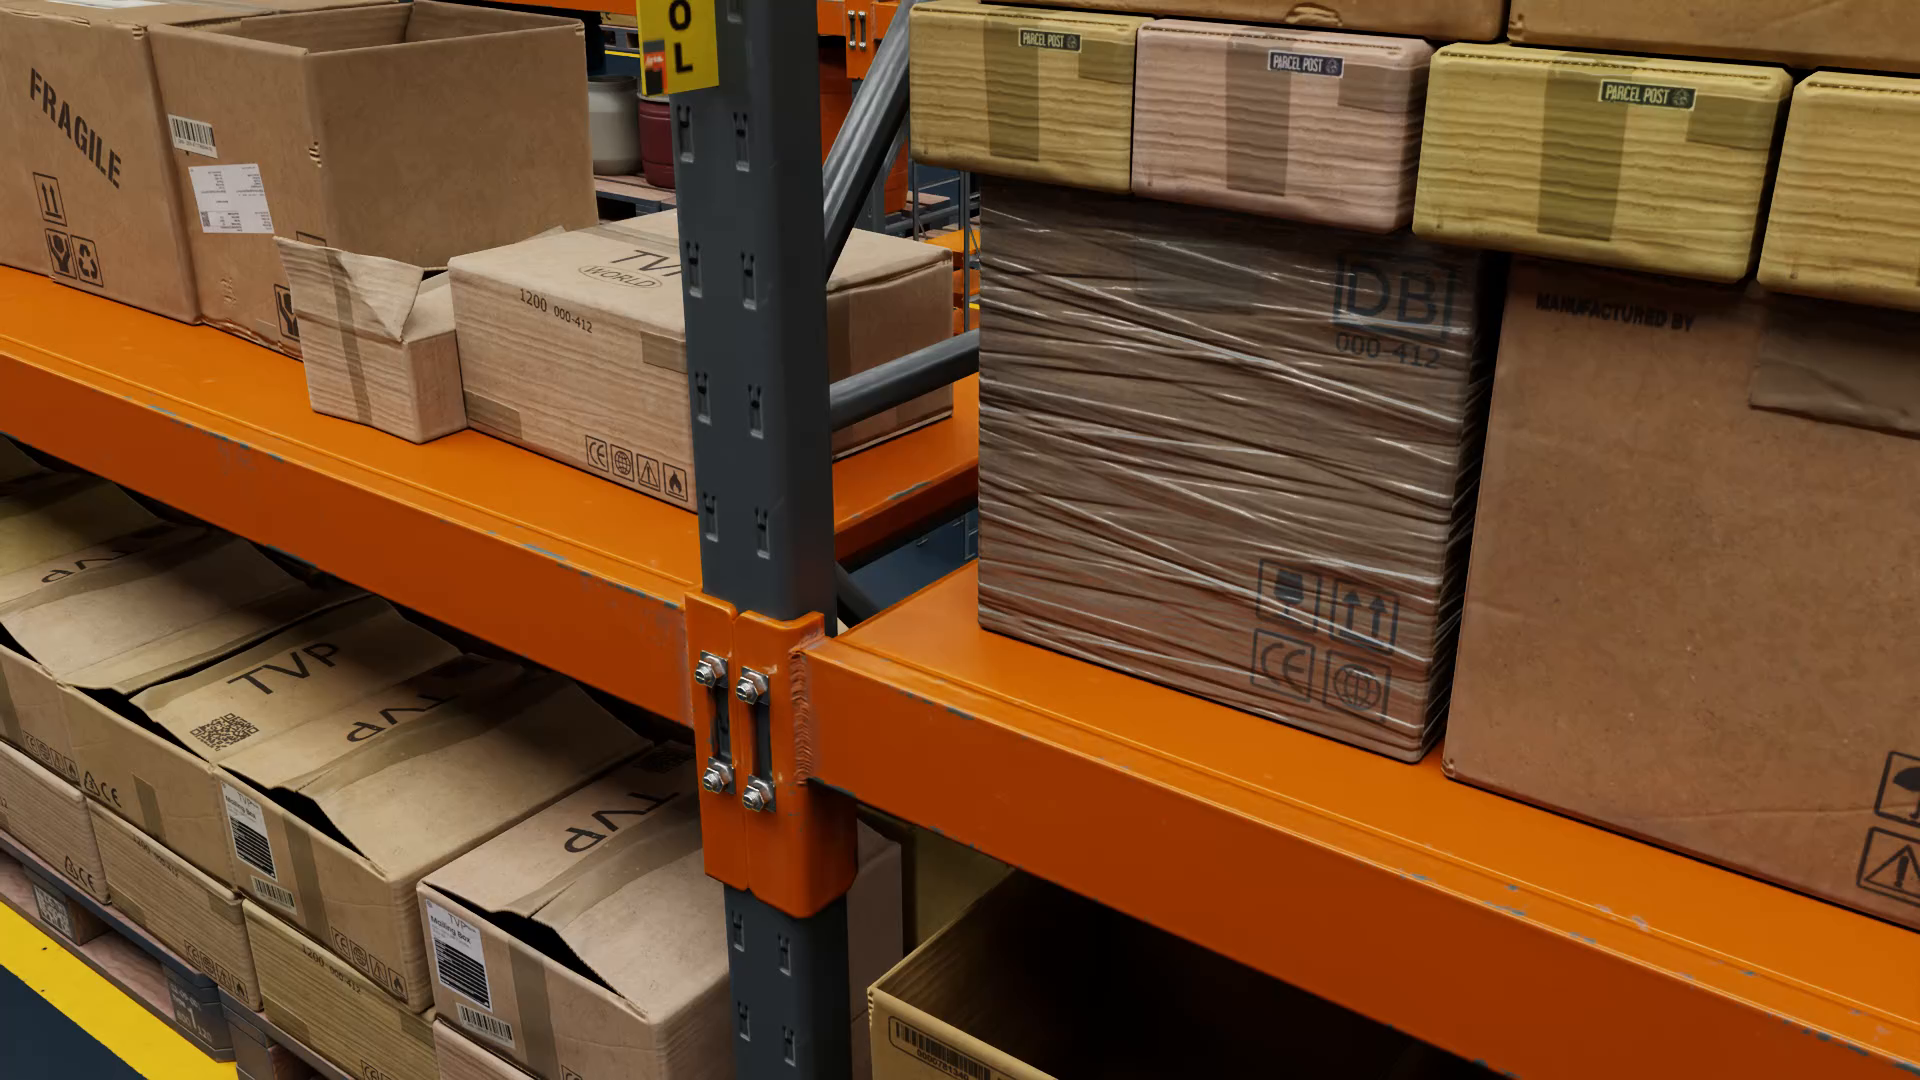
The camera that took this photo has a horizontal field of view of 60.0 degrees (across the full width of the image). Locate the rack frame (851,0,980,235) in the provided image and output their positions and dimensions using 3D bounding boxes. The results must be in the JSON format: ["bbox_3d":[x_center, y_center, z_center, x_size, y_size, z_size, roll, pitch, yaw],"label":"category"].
[{"bbox_3d":[-0.164,-2.813,7.915,0.127,3.000,1.000,17,29,33],"label":"rack frame"}]

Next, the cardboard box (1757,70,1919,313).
[{"bbox_3d":[0.781,-0.278,1.233,0.250,0.149,0.380,17,29,33],"label":"cardboard box"}]

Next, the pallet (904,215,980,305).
[{"bbox_3d":[0.432,-1.337,8.024,1.213,0.211,1.003,17,29,33],"label":"pallet"}]

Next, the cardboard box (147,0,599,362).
[{"bbox_3d":[-0.964,-0.613,2.797,0.500,0.500,0.500,19,30,37],"label":"cardboard box"}]

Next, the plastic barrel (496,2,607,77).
[{"bbox_3d":[-2.373,-2.704,9.749,0.708,0.901,0.600,17,29,33],"label":"plastic barrel"}]

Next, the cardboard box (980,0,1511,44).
[{"bbox_3d":[0.422,-0.783,1.574,0.500,0.500,0.700,17,29,34],"label":"cardboard box"}]

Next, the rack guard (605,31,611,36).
[{"bbox_3d":[-3.615,-5.208,16.450,0.348,0.500,1.175,17,29,33],"label":"rack guard"}]

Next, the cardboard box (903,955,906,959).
[{"bbox_3d":[-0.111,0.640,2.967,0.500,0.250,0.500,16,28,32],"label":"cardboard box"}]

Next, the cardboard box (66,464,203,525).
[{"bbox_3d":[-1.749,-0.113,3.980,0.500,0.311,0.500,17,29,33],"label":"cardboard box"}]

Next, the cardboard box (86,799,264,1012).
[{"bbox_3d":[-1.256,0.564,3.139,0.500,0.250,0.500,18,29,34],"label":"cardboard box"}]

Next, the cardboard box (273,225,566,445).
[{"bbox_3d":[-0.751,-0.341,2.470,0.258,0.266,0.396,16,28,32],"label":"cardboard box"}]

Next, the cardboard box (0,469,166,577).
[{"bbox_3d":[-2.063,0.063,3.580,0.500,0.311,0.500,16,28,32],"label":"cardboard box"}]

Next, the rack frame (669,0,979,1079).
[{"bbox_3d":[0.063,-0.249,2.094,0.127,3.000,1.000,17,29,33],"label":"rack frame"}]

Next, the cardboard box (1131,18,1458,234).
[{"bbox_3d":[0.362,-0.403,1.517,0.250,0.149,0.380,17,29,34],"label":"cardboard box"}]

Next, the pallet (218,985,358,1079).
[{"bbox_3d":[-0.550,0.862,3.032,1.213,0.211,1.003,17,29,33],"label":"pallet"}]

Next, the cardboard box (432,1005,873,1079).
[{"bbox_3d":[-0.443,0.811,2.579,0.500,0.250,0.500,16,29,33],"label":"cardboard box"}]

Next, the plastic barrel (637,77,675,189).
[{"bbox_3d":[-1.470,-2.288,9.192,0.708,0.588,0.600,17,29,33],"label":"plastic barrel"}]

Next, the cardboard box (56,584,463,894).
[{"bbox_3d":[-1.251,0.310,3.020,0.500,0.311,0.500,17,29,33],"label":"cardboard box"}]

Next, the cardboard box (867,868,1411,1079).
[{"bbox_3d":[0.246,0.687,1.929,0.500,0.500,0.500,17,29,33],"label":"cardboard box"}]

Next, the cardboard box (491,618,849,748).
[{"bbox_3d":[-0.516,0.258,3.139,0.500,0.311,0.500,16,29,33],"label":"cardboard box"}]

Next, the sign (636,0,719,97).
[{"bbox_3d":[-0.255,-0.565,1.474,0.005,0.325,0.100,17,29,33],"label":"sign"}]

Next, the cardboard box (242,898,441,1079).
[{"bbox_3d":[-0.847,0.688,2.858,0.500,0.250,0.500,16,29,33],"label":"cardboard box"}]

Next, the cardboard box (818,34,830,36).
[{"bbox_3d":[-0.875,-4.784,14.502,0.875,0.875,0.875,17,29,33],"label":"cardboard box"}]

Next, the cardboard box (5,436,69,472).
[{"bbox_3d":[-2.151,-0.236,4.259,0.500,0.311,0.500,16,29,33],"label":"cardboard box"}]

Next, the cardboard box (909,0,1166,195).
[{"bbox_3d":[0.162,-0.464,1.654,0.250,0.149,0.380,17,29,33],"label":"cardboard box"}]

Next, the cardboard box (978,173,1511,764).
[{"bbox_3d":[0.422,-0.189,1.835,0.500,0.500,0.700,16,28,32],"label":"cardboard box"}]

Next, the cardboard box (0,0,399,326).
[{"bbox_3d":[-1.364,-0.734,3.072,0.500,0.500,0.500,17,29,33],"label":"cardboard box"}]

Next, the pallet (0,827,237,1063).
[{"bbox_3d":[-1.531,0.567,3.702,1.213,0.211,1.003,17,29,33],"label":"pallet"}]

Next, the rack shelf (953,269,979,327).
[{"bbox_3d":[0.012,-0.725,4.921,0.180,0.103,0.258,17,29,33],"label":"rack shelf"}]

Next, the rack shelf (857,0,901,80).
[{"bbox_3d":[1.436,-2.000,6.962,4.000,0.370,1.077,17,29,33],"label":"rack shelf"}]

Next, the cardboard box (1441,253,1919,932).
[{"bbox_3d":[0.847,-0.064,1.551,0.500,0.500,0.700,16,29,33],"label":"cardboard box"}]

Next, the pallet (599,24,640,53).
[{"bbox_3d":[-2.909,-4.902,16.113,1.213,0.211,1.003,17,29,33],"label":"pallet"}]

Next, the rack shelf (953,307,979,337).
[{"bbox_3d":[0.012,-0.615,4.970,0.180,0.103,0.258,17,29,33],"label":"rack shelf"}]

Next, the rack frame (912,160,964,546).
[{"bbox_3d":[-0.062,-0.568,5.050,0.006,1.200,0.240,17,29,33],"label":"rack frame"}]

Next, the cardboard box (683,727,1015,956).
[{"bbox_3d":[-0.119,0.380,2.860,0.500,0.311,0.500,17,29,33],"label":"cardboard box"}]

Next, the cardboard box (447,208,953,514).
[{"bbox_3d":[-0.357,-0.285,2.363,0.500,0.250,0.500,19,30,36],"label":"cardboard box"}]

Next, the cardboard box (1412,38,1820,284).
[{"bbox_3d":[0.570,-0.341,1.376,0.250,0.149,0.380,16,28,32],"label":"cardboard box"}]

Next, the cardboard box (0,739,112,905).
[{"bbox_3d":[-1.663,0.441,3.419,0.500,0.250,0.500,18,29,34],"label":"cardboard box"}]

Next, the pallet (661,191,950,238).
[{"bbox_3d":[-0.820,-1.714,8.879,1.213,0.211,1.003,17,29,33],"label":"pallet"}]

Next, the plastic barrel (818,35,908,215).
[{"bbox_3d":[-0.566,-2.125,8.524,0.708,0.830,0.600,17,29,33],"label":"plastic barrel"}]

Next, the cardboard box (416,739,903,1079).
[{"bbox_3d":[-0.433,0.555,2.463,0.500,0.311,0.500,17,29,33],"label":"cardboard box"}]

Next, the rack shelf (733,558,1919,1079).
[{"bbox_3d":[1.663,0.564,1.142,4.000,0.370,1.077,17,29,33],"label":"rack shelf"}]

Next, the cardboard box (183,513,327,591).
[{"bbox_3d":[-1.350,0.009,3.703,0.500,0.311,0.500,18,29,35],"label":"cardboard box"}]

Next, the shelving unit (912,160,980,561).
[{"bbox_3d":[0.012,-0.546,5.000,0.189,1.200,0.258,17,29,33],"label":"shelving unit"}]

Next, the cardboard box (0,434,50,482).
[{"bbox_3d":[-2.470,-0.061,3.862,0.500,0.311,0.500,16,28,32],"label":"cardboard box"}]

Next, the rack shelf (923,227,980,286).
[{"bbox_3d":[0.012,-0.834,4.873,0.180,0.103,0.258,17,29,33],"label":"rack shelf"}]

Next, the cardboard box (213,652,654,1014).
[{"bbox_3d":[-0.853,0.431,2.744,0.500,0.311,0.500,18,29,35],"label":"cardboard box"}]

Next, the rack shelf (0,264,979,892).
[{"bbox_3d":[-1.538,-0.403,3.337,4.000,0.370,1.077,17,29,33],"label":"rack shelf"}]

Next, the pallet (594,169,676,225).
[{"bbox_3d":[-1.792,-2.010,9.549,1.213,0.211,1.003,17,29,33],"label":"pallet"}]

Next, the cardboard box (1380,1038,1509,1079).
[{"bbox_3d":[0.651,0.806,1.661,0.500,0.500,0.500,17,29,33],"label":"cardboard box"}]

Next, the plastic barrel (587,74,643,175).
[{"bbox_3d":[-1.975,-2.361,9.452,0.421,0.512,0.421,0,24,0],"label":"plastic barrel"}]

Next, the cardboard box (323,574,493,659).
[{"bbox_3d":[-0.931,0.133,3.422,0.500,0.311,0.500,16,28,32],"label":"cardboard box"}]

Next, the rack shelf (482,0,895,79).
[{"bbox_3d":[-1.765,-2.968,9.158,4.000,0.370,1.077,17,29,33],"label":"rack shelf"}]

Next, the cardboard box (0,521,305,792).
[{"bbox_3d":[-1.651,0.187,3.299,0.500,0.311,0.500,16,29,33],"label":"cardboard box"}]

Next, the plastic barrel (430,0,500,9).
[{"bbox_3d":[-2.940,-2.875,10.138,0.708,0.901,0.600,17,29,33],"label":"plastic barrel"}]

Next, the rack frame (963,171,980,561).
[{"bbox_3d":[0.085,-0.523,4.950,0.006,1.200,0.240,17,29,33],"label":"rack frame"}]

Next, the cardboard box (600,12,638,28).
[{"bbox_3d":[-3.035,-5.437,15.983,0.875,0.875,0.875,17,29,33],"label":"cardboard box"}]

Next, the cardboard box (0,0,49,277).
[{"bbox_3d":[-1.786,-0.861,3.361,0.500,0.500,0.500,15,28,31],"label":"cardboard box"}]

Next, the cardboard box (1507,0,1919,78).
[{"bbox_3d":[0.827,-0.661,1.297,0.500,0.500,0.700,17,29,33],"label":"cardboard box"}]
